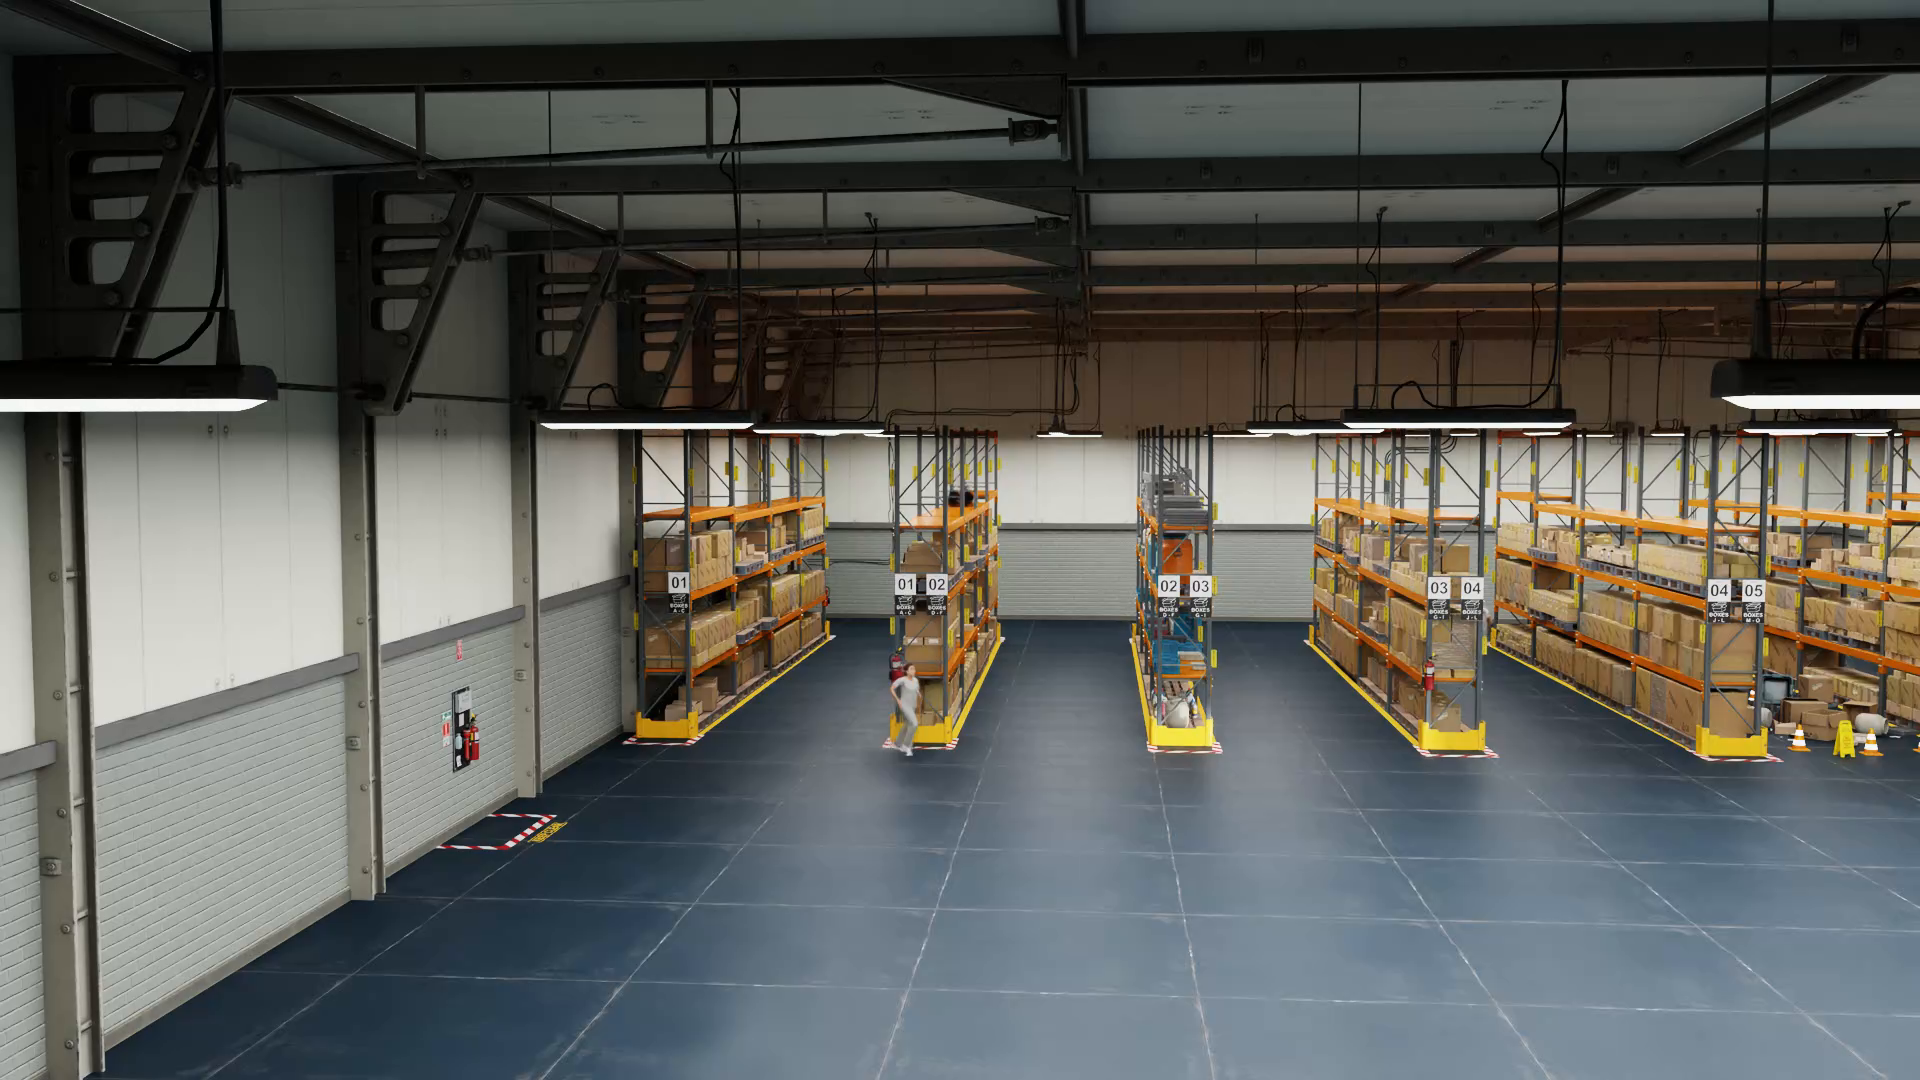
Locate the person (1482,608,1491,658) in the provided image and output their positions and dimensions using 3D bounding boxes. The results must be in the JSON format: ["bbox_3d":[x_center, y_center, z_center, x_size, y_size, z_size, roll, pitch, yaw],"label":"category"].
[{"bbox_3d":[13.440,2.340,42.995,0.602,1.619,0.503,1,3,10],"label":"person"}]

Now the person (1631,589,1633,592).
[{"bbox_3d":[19.230,2.082,47.201,0.578,1.635,0.614,1,3,10],"label":"person"}]

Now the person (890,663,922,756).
[{"bbox_3d":[-0.957,3.084,30.270,0.676,1.671,0.557,3,5,41],"label":"person"}]

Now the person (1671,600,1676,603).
[{"bbox_3d":[20.344,2.045,47.071,0.850,1.751,0.747,2,4,27],"label":"person"}]
